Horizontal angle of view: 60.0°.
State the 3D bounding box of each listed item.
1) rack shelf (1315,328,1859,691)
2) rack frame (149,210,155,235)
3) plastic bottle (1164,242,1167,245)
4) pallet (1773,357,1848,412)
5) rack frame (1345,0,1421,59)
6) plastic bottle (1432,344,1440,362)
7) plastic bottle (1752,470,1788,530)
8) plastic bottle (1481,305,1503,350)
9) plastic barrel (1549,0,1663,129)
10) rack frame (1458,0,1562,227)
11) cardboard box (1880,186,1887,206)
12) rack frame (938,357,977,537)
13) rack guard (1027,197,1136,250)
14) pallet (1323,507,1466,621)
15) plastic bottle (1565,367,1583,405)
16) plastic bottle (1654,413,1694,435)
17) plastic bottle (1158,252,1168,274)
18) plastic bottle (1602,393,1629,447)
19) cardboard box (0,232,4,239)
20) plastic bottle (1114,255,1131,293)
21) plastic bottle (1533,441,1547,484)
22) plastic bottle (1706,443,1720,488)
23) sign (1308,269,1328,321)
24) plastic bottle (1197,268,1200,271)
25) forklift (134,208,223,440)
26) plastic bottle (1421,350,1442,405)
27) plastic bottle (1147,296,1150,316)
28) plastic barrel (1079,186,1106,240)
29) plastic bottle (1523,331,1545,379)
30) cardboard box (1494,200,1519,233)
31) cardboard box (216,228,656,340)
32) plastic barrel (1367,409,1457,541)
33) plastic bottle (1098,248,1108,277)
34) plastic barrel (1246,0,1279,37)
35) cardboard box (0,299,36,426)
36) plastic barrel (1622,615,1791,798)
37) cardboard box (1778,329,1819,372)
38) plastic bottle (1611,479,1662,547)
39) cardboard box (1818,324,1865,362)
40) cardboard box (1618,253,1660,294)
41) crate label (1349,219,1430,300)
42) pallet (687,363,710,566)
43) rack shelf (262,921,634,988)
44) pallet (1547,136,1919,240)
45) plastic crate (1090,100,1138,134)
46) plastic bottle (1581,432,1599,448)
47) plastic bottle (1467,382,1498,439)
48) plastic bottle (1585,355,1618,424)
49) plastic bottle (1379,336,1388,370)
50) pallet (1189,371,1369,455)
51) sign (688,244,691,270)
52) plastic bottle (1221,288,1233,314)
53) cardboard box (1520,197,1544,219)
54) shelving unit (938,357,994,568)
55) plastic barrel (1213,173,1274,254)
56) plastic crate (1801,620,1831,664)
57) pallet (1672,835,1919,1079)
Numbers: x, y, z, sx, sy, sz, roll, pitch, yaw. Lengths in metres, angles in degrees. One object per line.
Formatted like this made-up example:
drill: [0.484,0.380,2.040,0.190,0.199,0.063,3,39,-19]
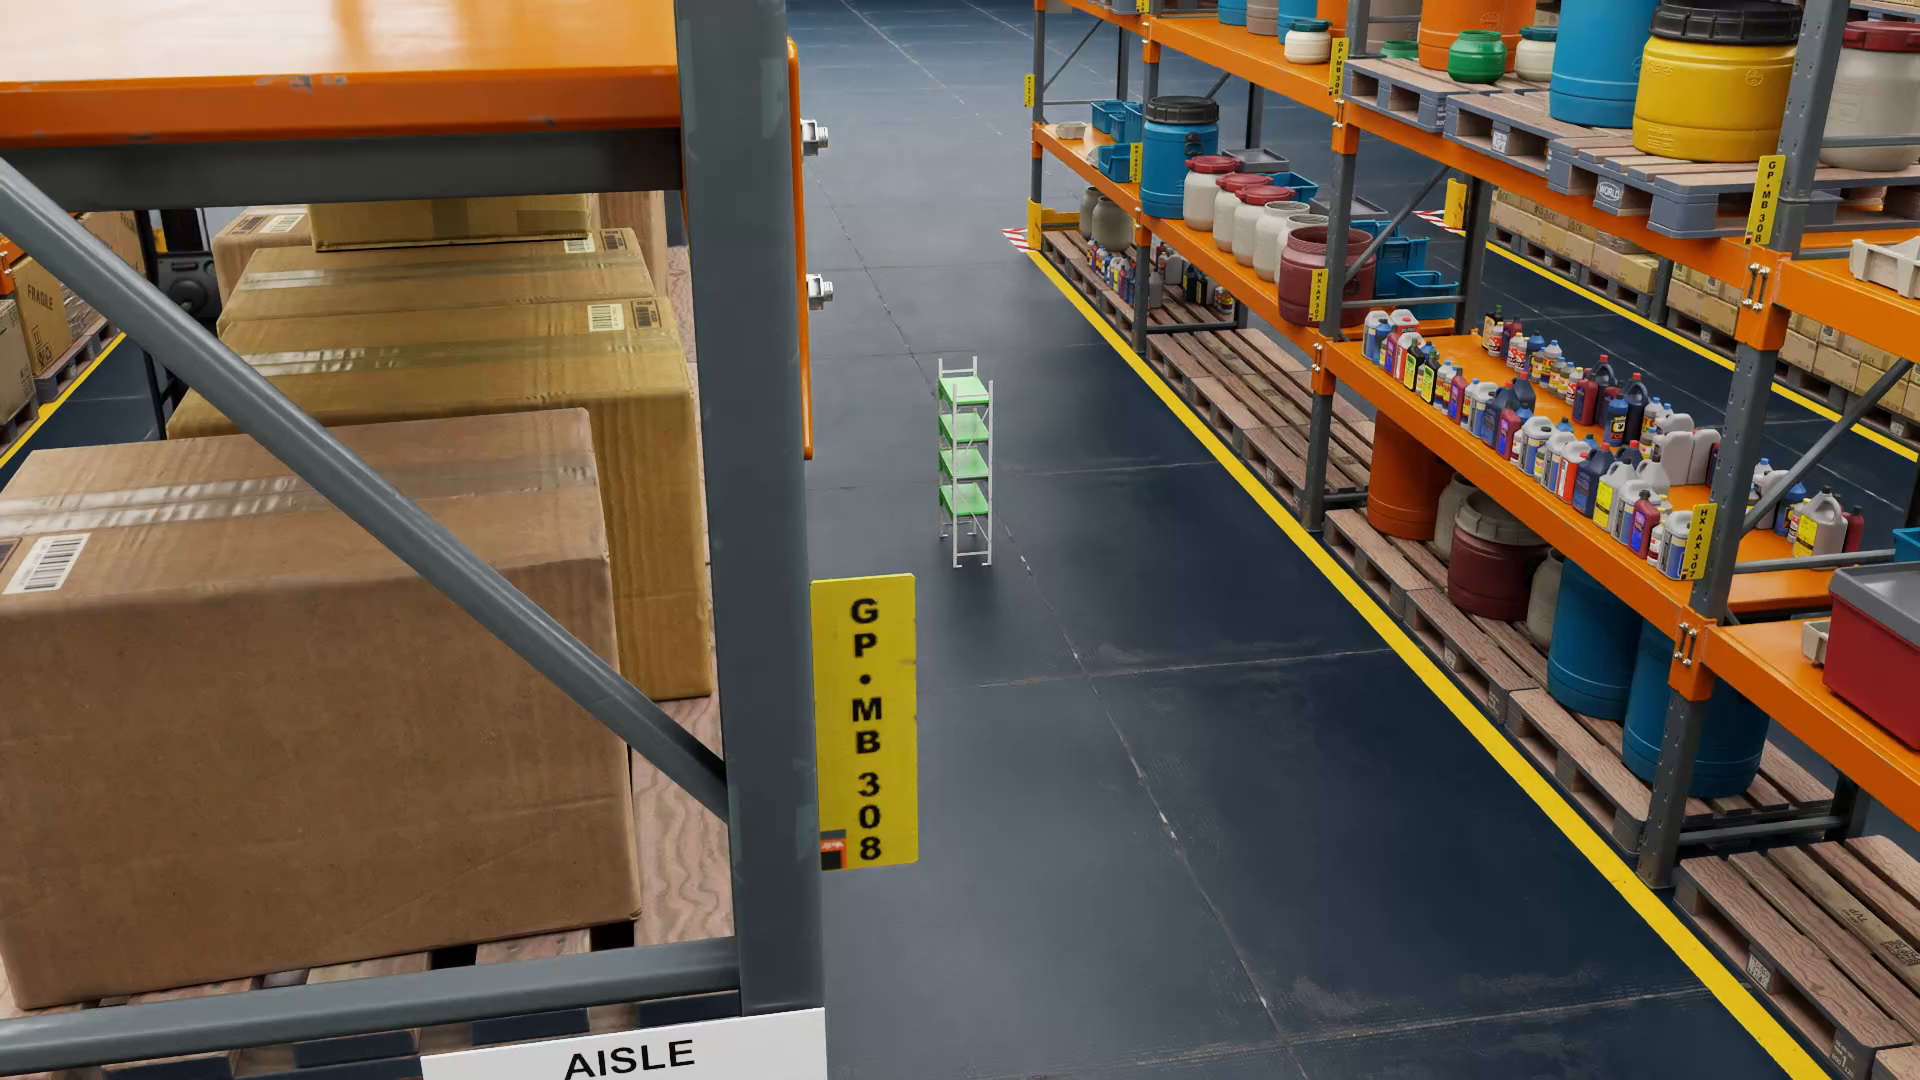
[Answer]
rack shelf: [3.119,-0.362,8.729,1.077,0.370,4.000,-4,24,-10]
rack frame: [-8.491,-3.931,16.002,1.000,3.000,0.127,-4,24,-10]
plastic bottle: [2.040,-2.854,16.484,0.097,0.201,0.097,0,24,0]
pallet: [7.282,-1.371,13.625,1.003,0.211,1.213,-4,24,-10]
rack frame: [2.749,-4.227,9.186,1.000,3.000,0.127,-4,24,-10]
plastic bottle: [2.716,-1.027,9.603,0.097,0.201,0.097,0,24,0]
plastic bottle: [3.710,-0.202,7.620,0.152,0.276,0.135,-4,24,-10]
plastic bottle: [3.243,-1.297,10.118,0.061,0.283,0.133,-4,24,-10]
plastic barrel: [3.023,-2.361,7.510,0.600,0.901,0.708,-4,24,-10]
rack frame: [6.138,-4.990,18.427,1.000,3.000,0.127,-4,24,-10]
cardboard box: [7.292,-2.548,12.711,0.500,0.500,0.500,-6,24,-13]
rack frame: [-0.015,-0.581,10.581,0.240,1.200,0.015,-4,24,-10]
rack guard: [1.330,-3.453,18.031,1.175,0.500,0.348,-4,24,-10]
pallet: [2.936,0.107,10.242,1.003,0.211,1.213,-4,24,-10]
plastic bottle: [3.415,-0.854,9.206,0.097,0.201,0.097,0,24,0]
plastic bottle: [3.564,-0.513,8.333,0.152,0.276,0.135,-4,24,-10]
plastic bottle: [1.967,-2.682,16.089,0.097,0.201,0.097,0,24,0]
plastic bottle: [3.391,-0.625,8.594,0.097,0.271,0.097,0,24,0]
cardboard box: [-7.831,-2.570,12.700,0.875,0.550,0.550,-4,24,-10]
plastic bottle: [1.512,-2.474,15.426,0.144,0.351,0.185,-4,24,-10]
plastic bottle: [2.864,-0.383,8.128,0.097,0.201,0.097,0,24,0]
plastic bottle: [3.676,-0.376,8.010,0.061,0.283,0.133,-4,24,-10]
sign: [2.210,-1.509,10.254,0.100,0.325,0.005,-4,24,-10]
plastic bottle: [2.233,-2.461,15.398,0.144,0.351,0.185,-5,24,-12]
forklift: [-4.836,-1.692,10.962,1.130,2.935,3.031,-4,24,-9]
plastic bottle: [2.620,-0.902,9.212,0.061,0.283,0.133,-4,24,-10]
plastic bottle: [1.636,-2.090,14.735,0.097,0.201,0.097,0,24,0]
plastic barrel: [1.467,-3.424,17.425,0.421,0.512,0.421,0,24,0]
plastic bottle: [3.325,-1.077,9.630,0.097,0.271,0.097,0,24,0]
cardboard box: [6.115,-3.498,17.923,0.500,0.250,0.500,-4,24,-10]
cardboard box: [-0.917,-0.254,3.062,0.700,0.500,0.500,-6,24,-13]
plastic barrel: [2.856,-0.485,10.299,0.600,0.830,0.708,-4,24,-10]
plastic bottle: [1.381,-2.666,15.965,0.097,0.271,0.097,0,24,0]
plastic barrel: [2.438,-4.214,12.278,0.600,0.901,0.600,0,24,0]
cardboard box: [-7.548,-1.281,12.222,1.050,0.750,0.750,-4,24,-10]
plastic barrel: [3.405,0.649,7.613,0.600,0.901,0.708,-4,24,-10]
cardboard box: [6.994,-1.567,13.501,0.500,0.250,0.500,-4,24,-9]
plastic bottle: [3.031,-0.123,7.438,0.152,0.276,0.135,-4,24,-10]
cardboard box: [7.086,-1.623,12.928,0.500,0.311,0.500,-4,24,-10]
cardboard box: [6.578,-2.515,15.672,0.500,0.250,0.500,-4,24,-10]
crate label: [2.831,-1.905,11.320,0.502,0.435,0.616,-4,24,-10]
pallet: [-1.016,-0.071,3.527,1.003,0.211,1.213,-4,24,-10]
rack shelf: [-1.009,0.204,3.687,1.077,0.370,4.000,-4,24,-10]
pallet: [3.248,-1.494,6.911,1.213,0.211,1.003,-4,24,-10]
plastic crate: [1.656,-4.382,17.221,0.499,0.251,0.616,-4,24,-10]
plastic bottle: [3.032,-0.388,8.052,0.097,0.271,0.097,0,24,0]
plastic bottle: [2.768,-0.682,8.718,0.152,0.276,0.135,-4,24,-10]
plastic bottle: [3.443,-0.813,8.924,0.144,0.351,0.185,-4,24,-10]
plastic bottle: [2.524,-1.107,9.785,0.097,0.201,0.097,0,24,0]
pallet: [2.422,-0.987,12.745,1.003,0.211,1.213,-4,24,-10]
sign: [-1.574,-1.684,9.412,0.100,0.325,0.005,-4,24,-10]
plastic bottle: [2.381,-2.160,14.808,0.097,0.271,0.097,0,24,0]
cardboard box: [6.218,-3.646,17.325,0.500,0.500,0.500,-4,24,-10]
shelving unit: [0.031,-0.485,10.361,0.258,1.200,0.503,-4,24,-10]
plastic barrel: [2.107,-2.433,12.402,0.433,0.535,0.433,0,24,0]
plastic crate: [3.434,0.382,6.381,0.396,0.136,0.243,-4,24,-10]
pallet: [3.663,1.660,6.686,1.003,0.211,1.213,-4,24,-10]
